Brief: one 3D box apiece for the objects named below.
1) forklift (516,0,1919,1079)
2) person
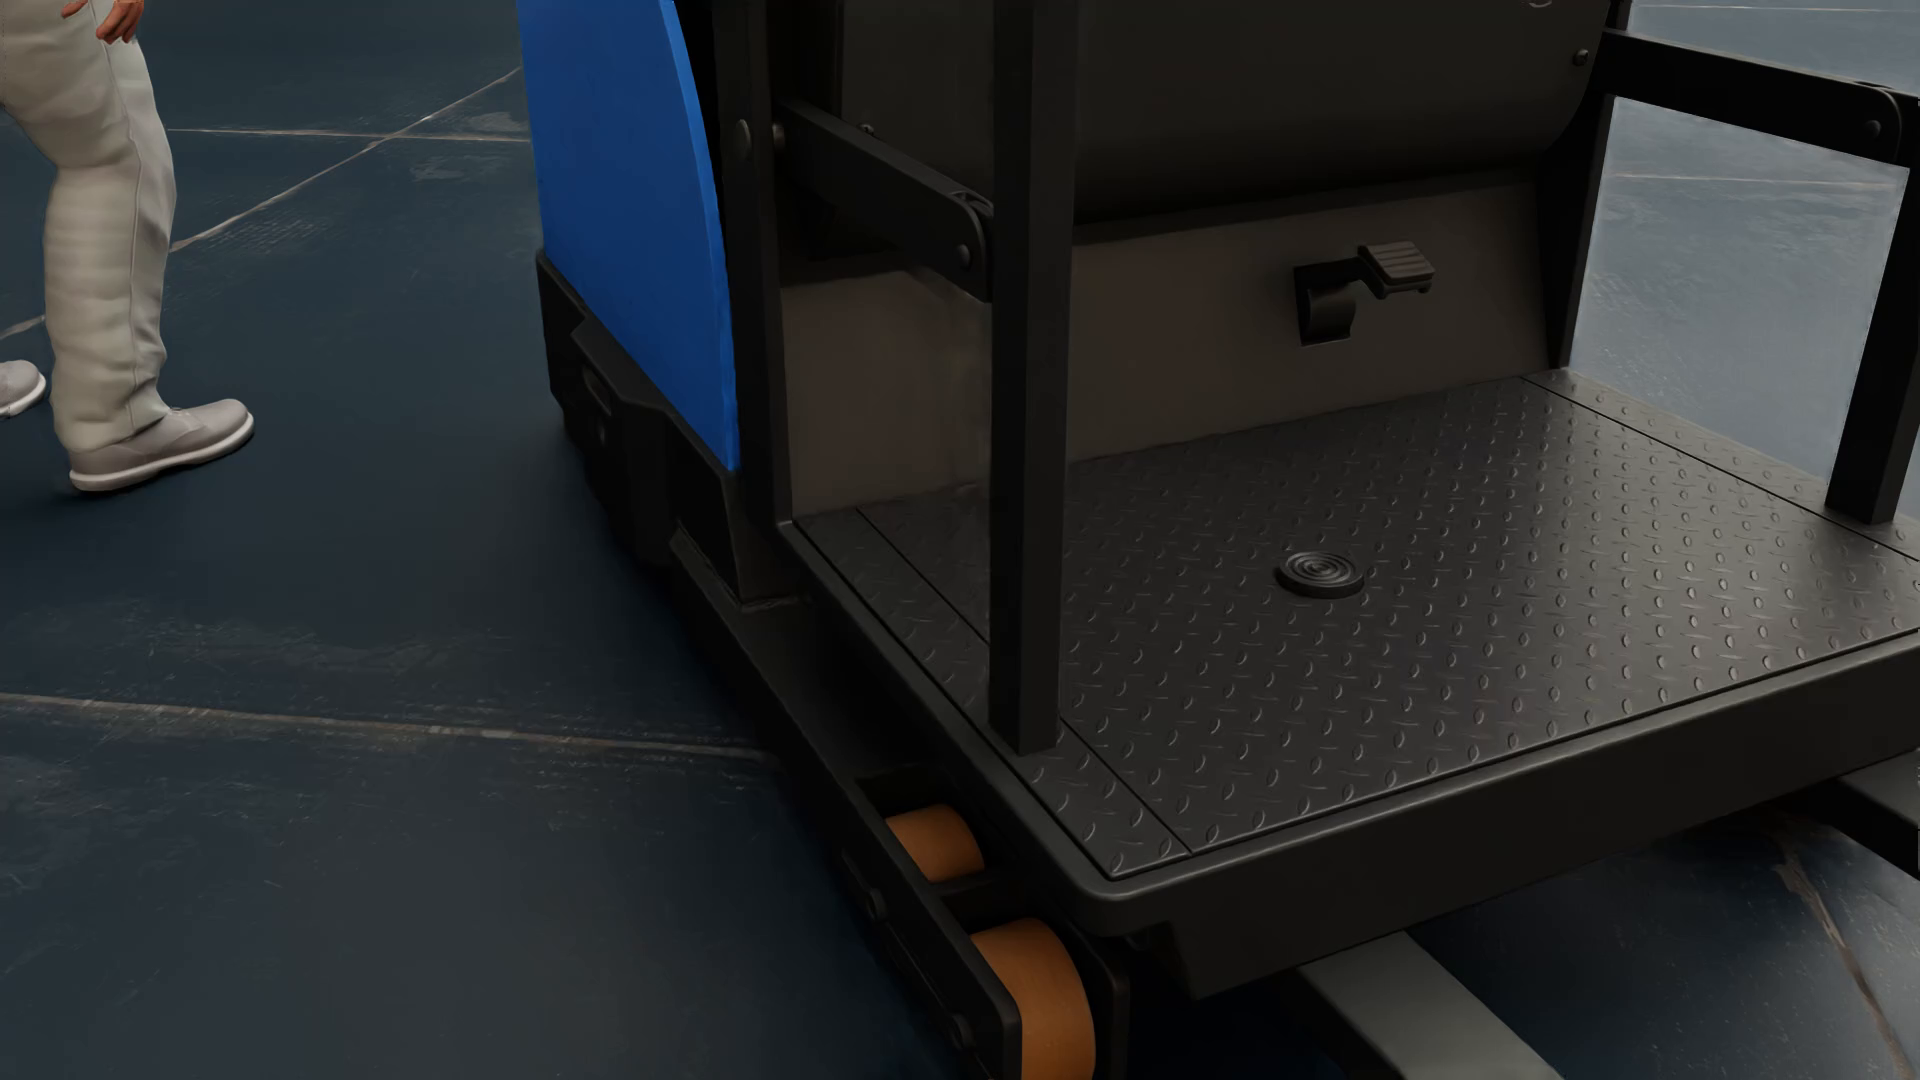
[{"bbox_3d":[0.383,-1.028,1.278,1.130,2.935,3.031,-12,29,-23],"label":"forklift"},{"bbox_3d":[-1.476,-0.926,2.404,0.735,1.740,0.444,8,28,15],"label":"person"}]
